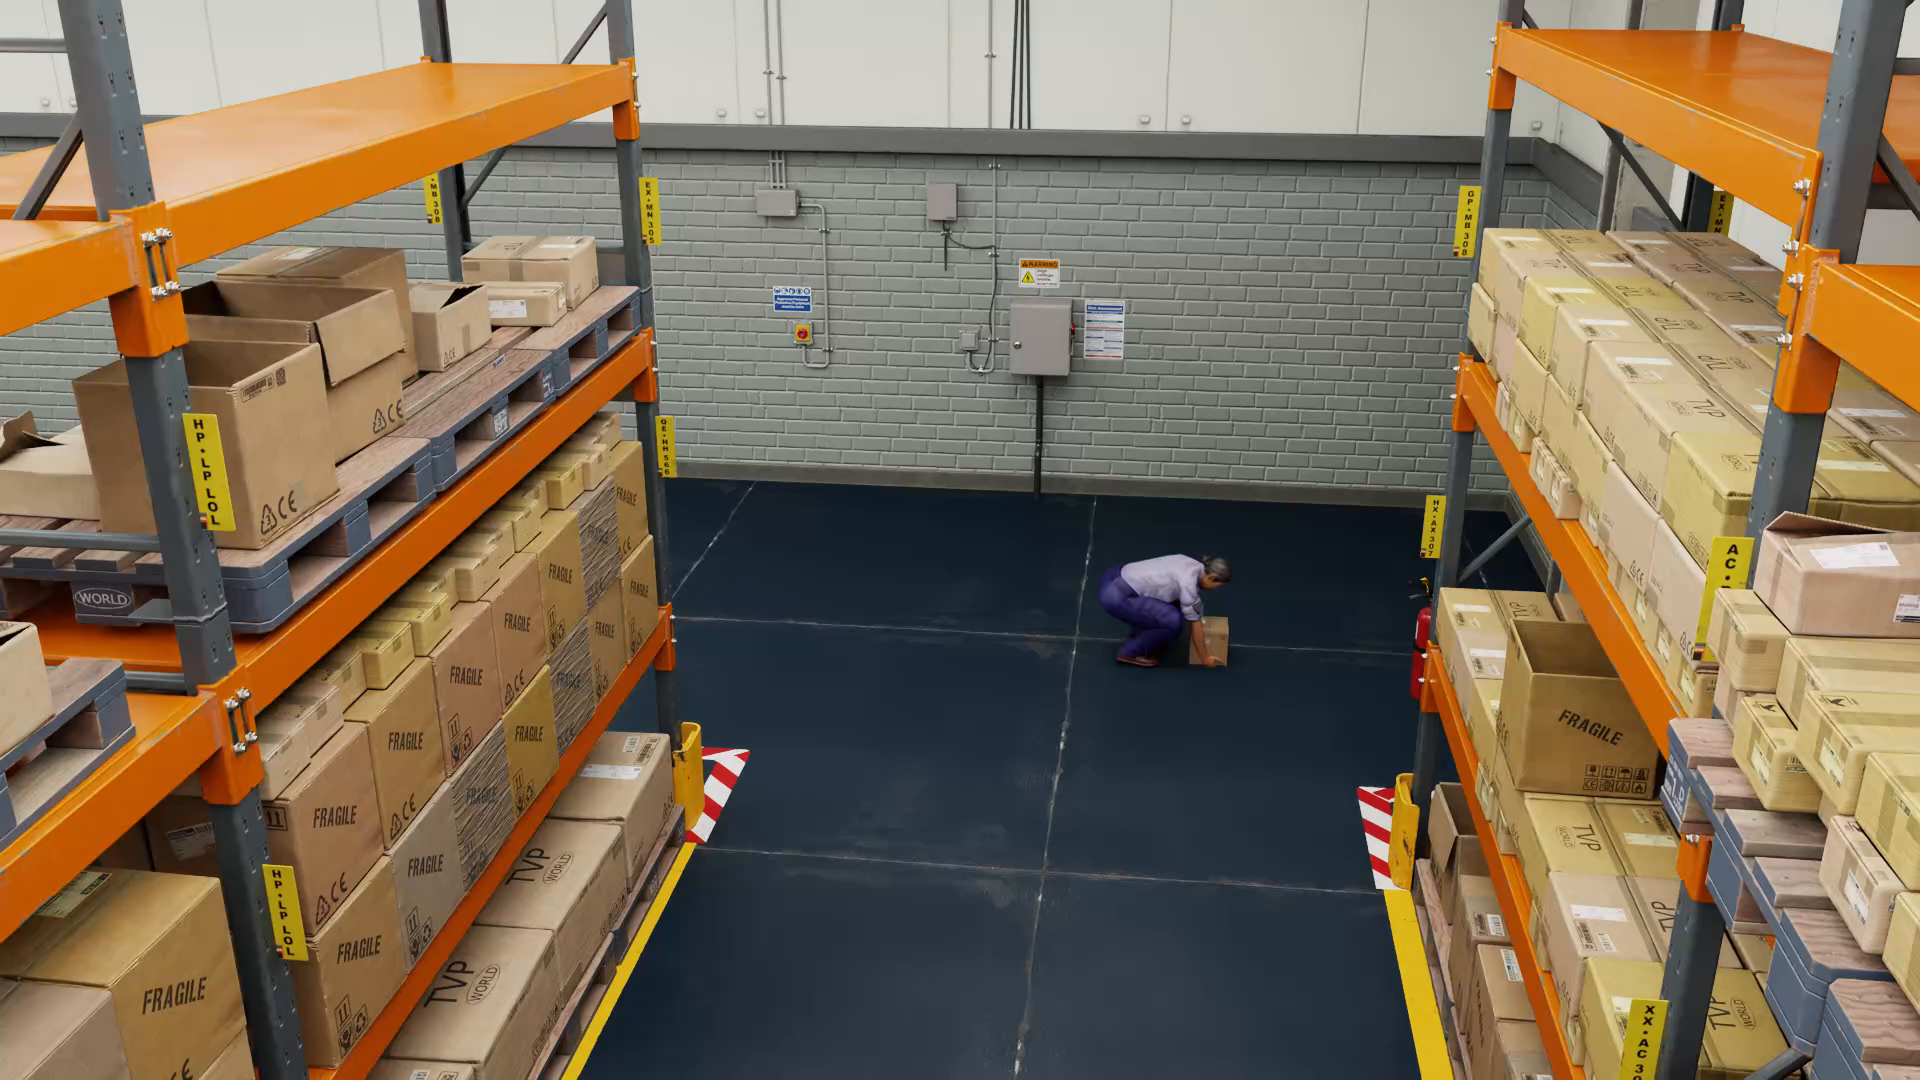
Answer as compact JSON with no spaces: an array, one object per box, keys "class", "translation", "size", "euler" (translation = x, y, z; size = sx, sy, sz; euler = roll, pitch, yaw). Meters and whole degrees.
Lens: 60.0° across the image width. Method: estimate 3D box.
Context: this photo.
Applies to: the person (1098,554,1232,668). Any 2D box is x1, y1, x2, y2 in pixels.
[{"class":"person","translation":[1.374,0.459,11.213],"size":[0.888,0.746,0.495],"euler":[2,21,5]}]
